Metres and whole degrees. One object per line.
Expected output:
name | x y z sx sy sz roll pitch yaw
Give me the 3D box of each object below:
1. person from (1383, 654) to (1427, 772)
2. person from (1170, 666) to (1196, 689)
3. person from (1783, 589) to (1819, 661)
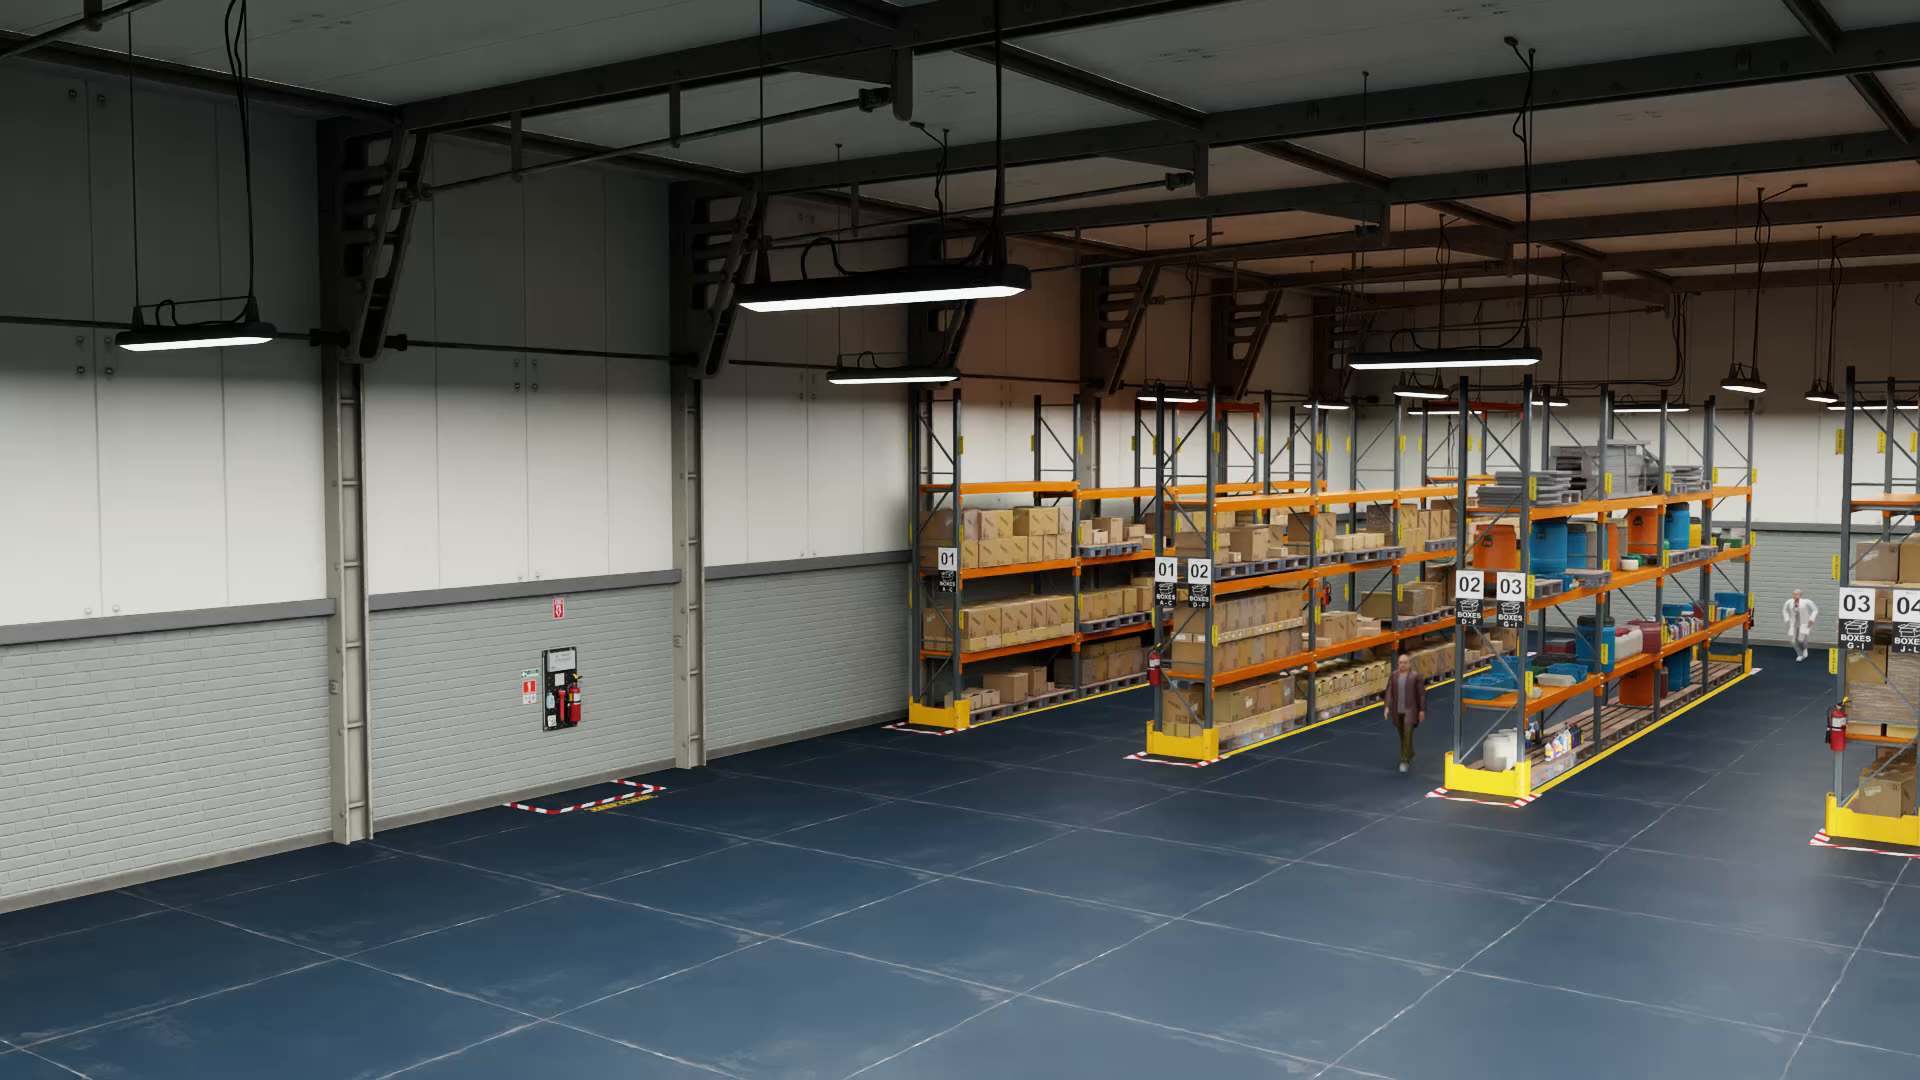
person | 6.837 2.639 25.673 0.597 1.741 0.988 3 4 42
person | 4.494 2.279 33.421 0.489 1.595 1.057 1 3 21
person | 19.492 1.973 38.566 0.751 1.682 0.661 3 4 42
